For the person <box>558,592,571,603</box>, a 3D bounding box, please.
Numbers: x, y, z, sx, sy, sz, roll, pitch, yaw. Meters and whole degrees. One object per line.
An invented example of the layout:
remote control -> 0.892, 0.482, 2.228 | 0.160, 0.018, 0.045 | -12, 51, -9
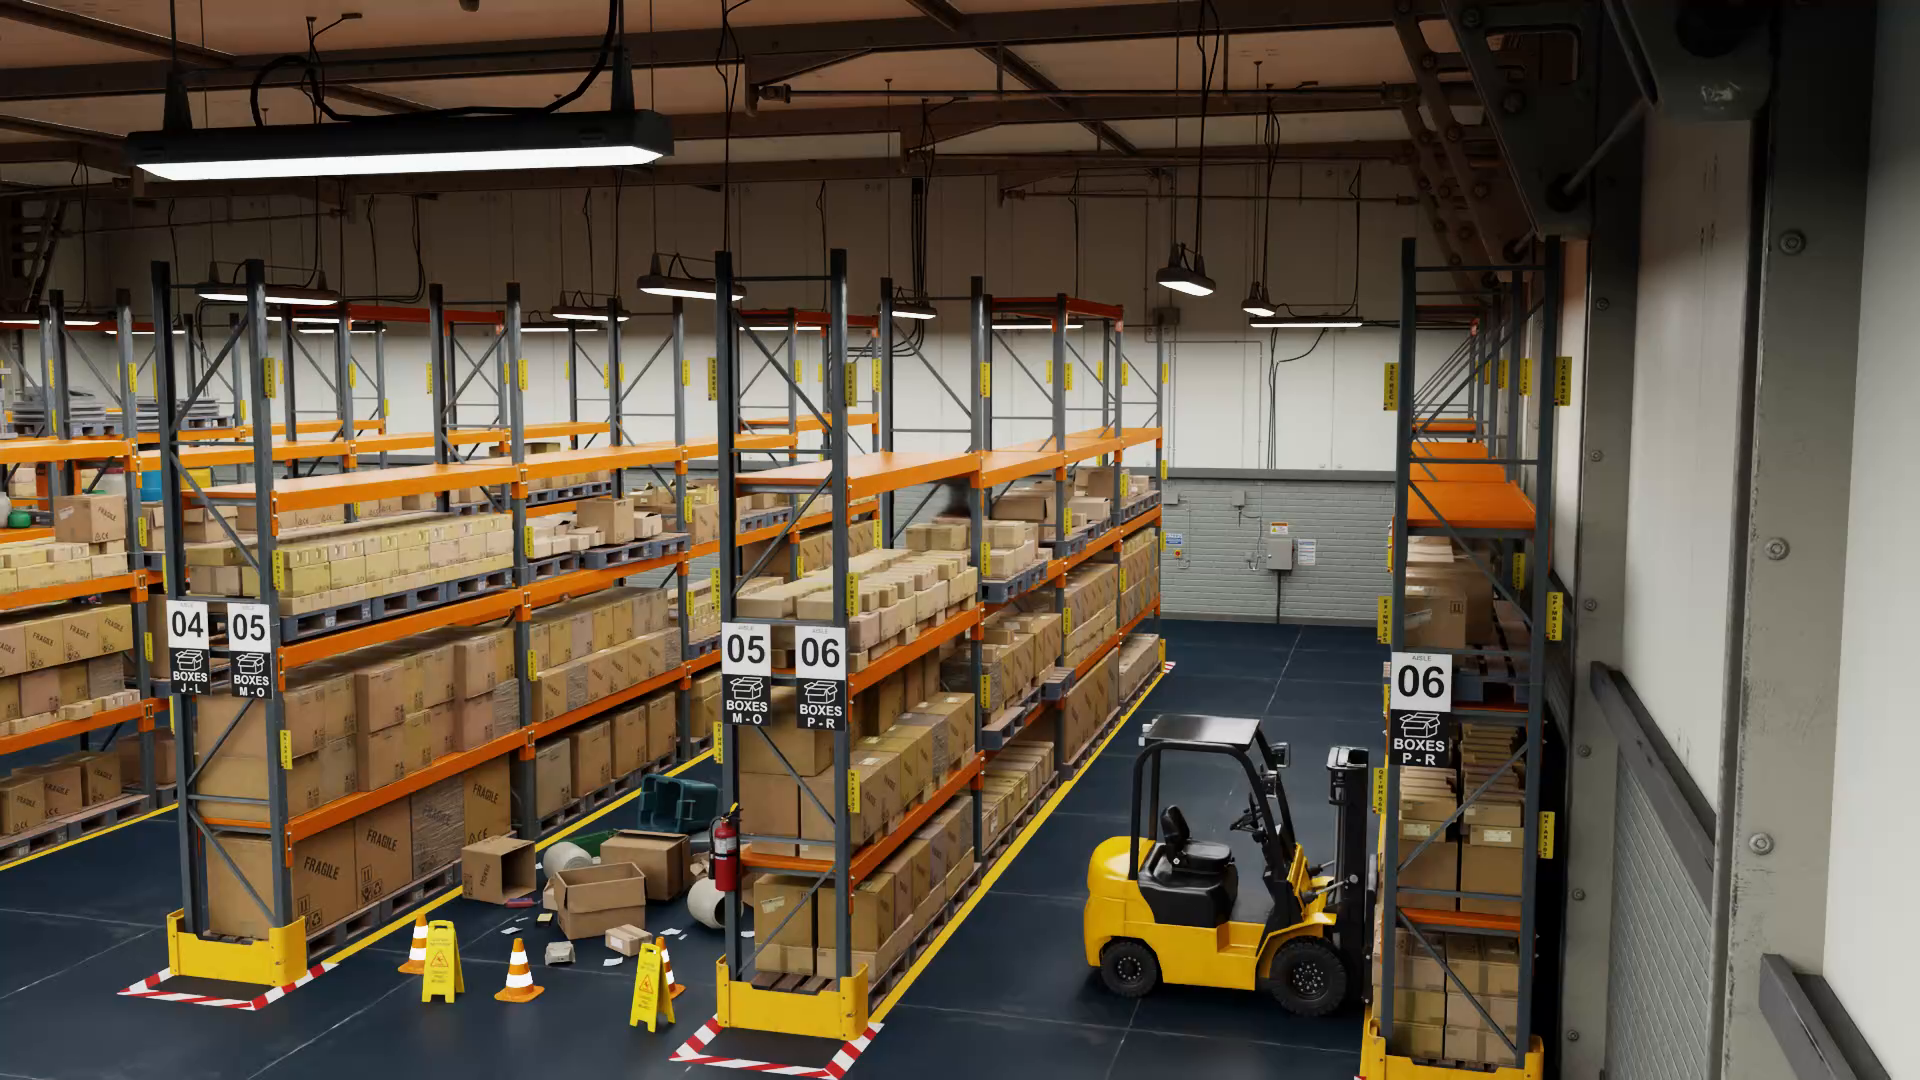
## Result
person -> -6.177, 1.611, 26.188 | 0.466, 1.565, 0.479 | 1, 6, 11
